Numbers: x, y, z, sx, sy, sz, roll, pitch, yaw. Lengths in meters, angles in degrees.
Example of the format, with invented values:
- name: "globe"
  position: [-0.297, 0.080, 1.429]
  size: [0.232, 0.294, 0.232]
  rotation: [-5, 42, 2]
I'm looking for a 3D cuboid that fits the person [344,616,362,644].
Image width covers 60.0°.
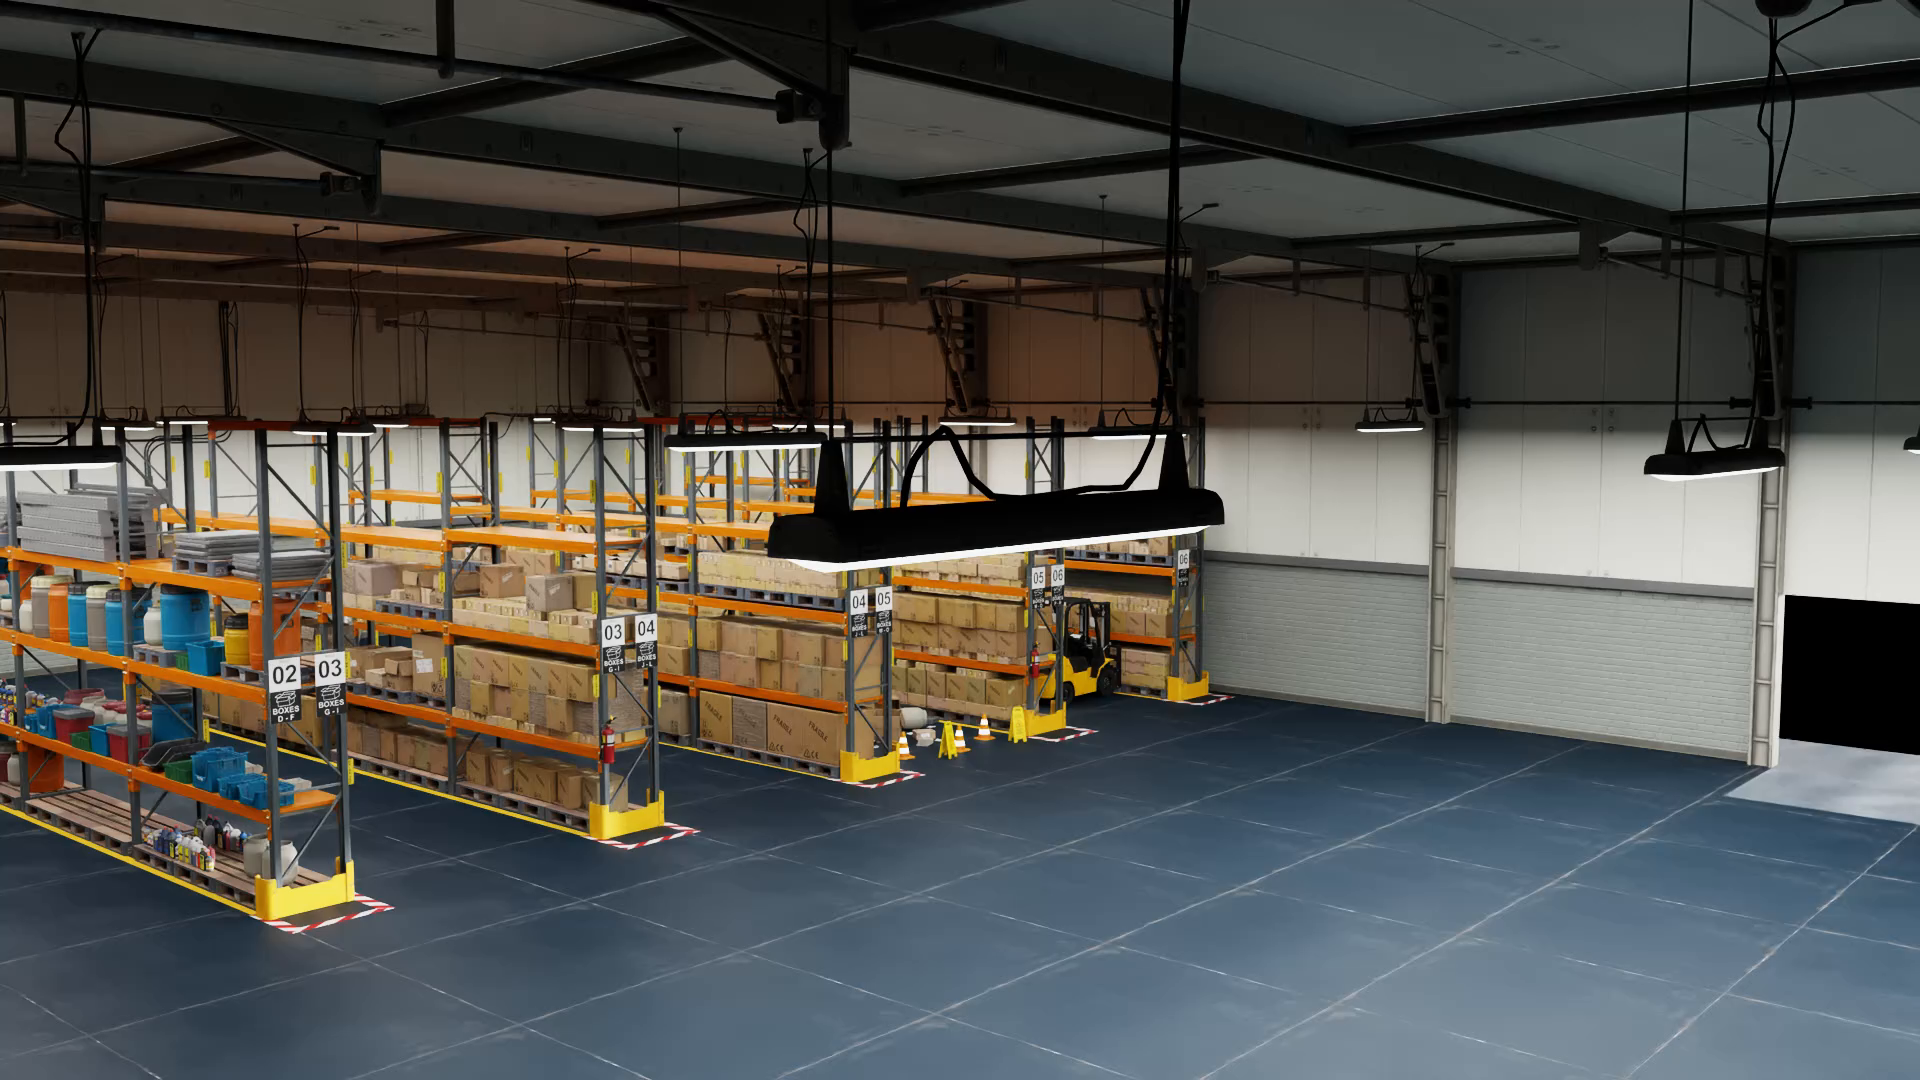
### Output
- name: "person"
  position: [-15.108, 2.046, 41.535]
  size: [0.474, 1.659, 0.796]
  rotation: [-1, 5, -13]
